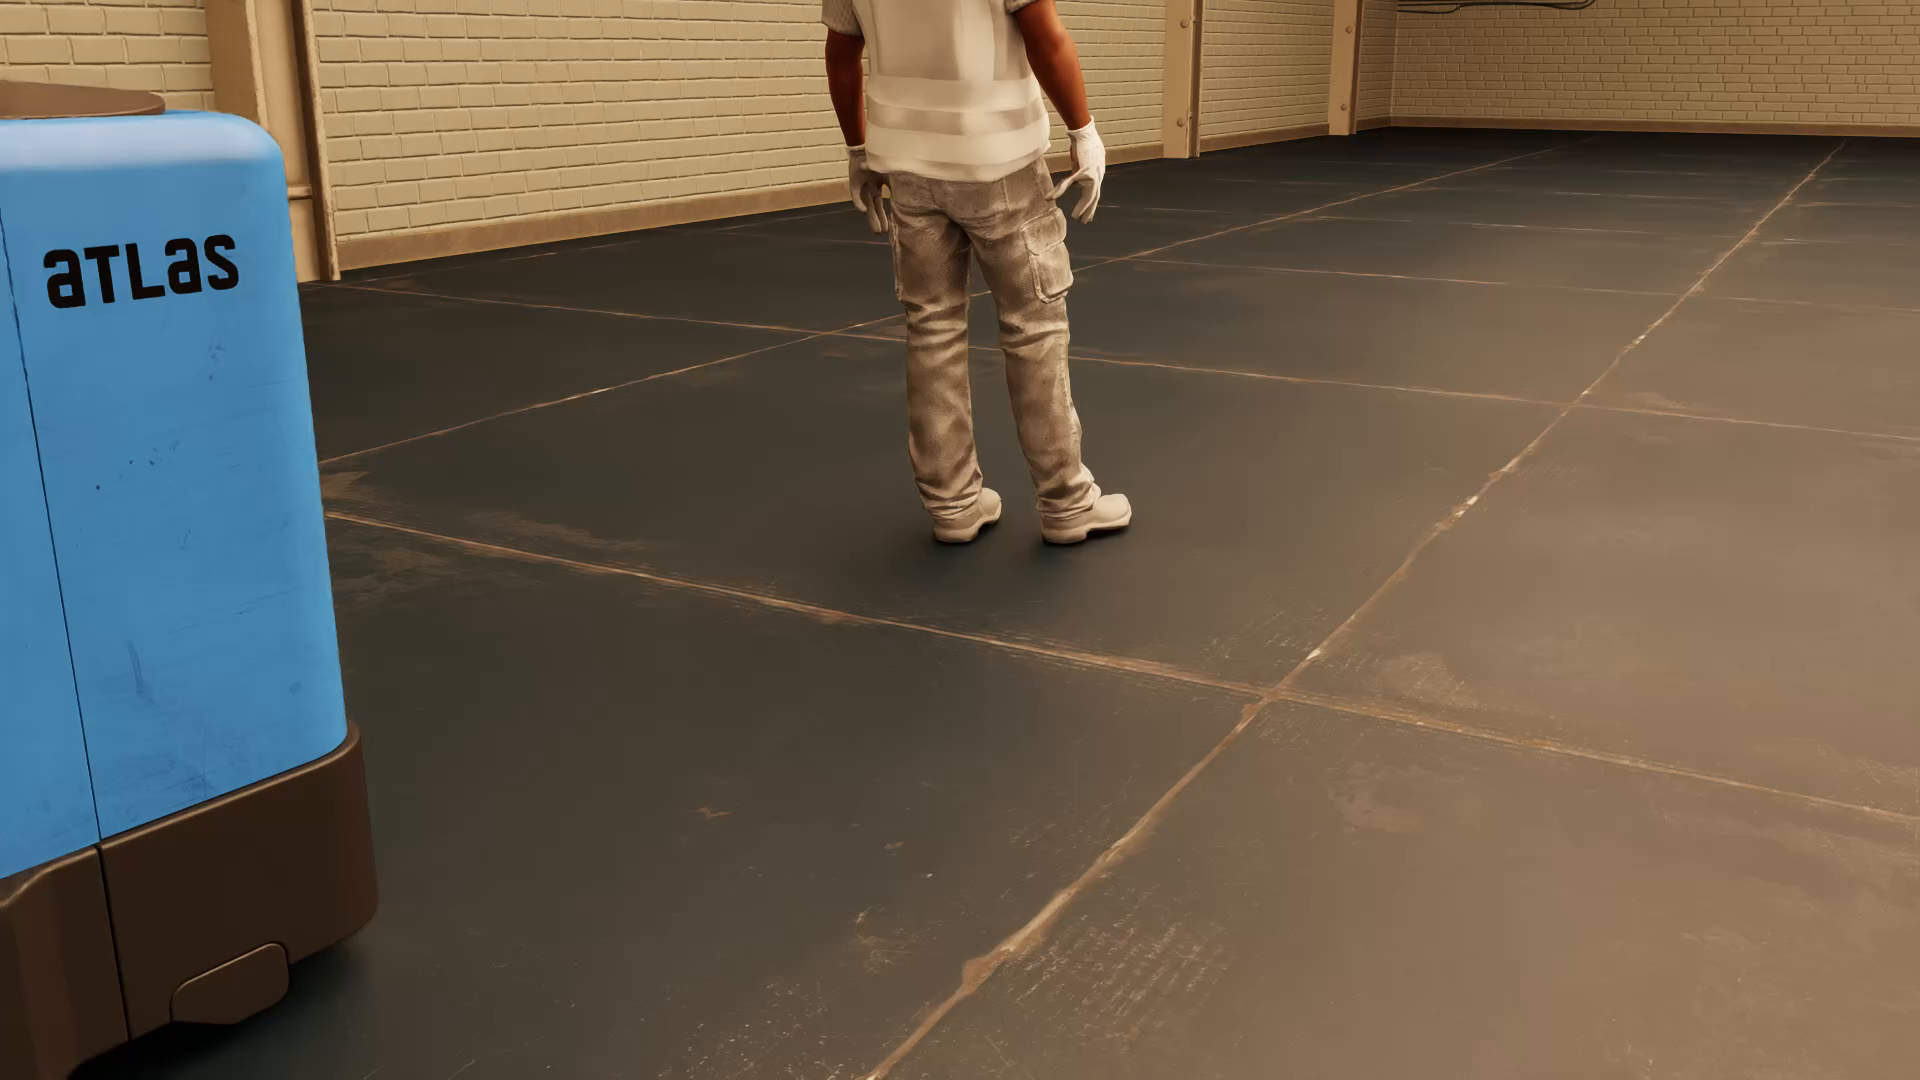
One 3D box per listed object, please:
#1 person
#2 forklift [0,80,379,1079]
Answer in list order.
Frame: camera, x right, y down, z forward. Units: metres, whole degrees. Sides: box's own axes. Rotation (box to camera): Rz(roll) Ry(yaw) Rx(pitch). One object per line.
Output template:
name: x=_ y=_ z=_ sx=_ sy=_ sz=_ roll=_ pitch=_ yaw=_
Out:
person: x=0.043 y=-0.879 z=3.842 sx=0.656 sy=1.782 sz=0.577 roll=9 pitch=19 yaw=28
forklift: x=-2.021 y=-0.599 z=0.884 sx=1.130 sy=2.935 sz=3.031 roll=11 pitch=20 yaw=34
